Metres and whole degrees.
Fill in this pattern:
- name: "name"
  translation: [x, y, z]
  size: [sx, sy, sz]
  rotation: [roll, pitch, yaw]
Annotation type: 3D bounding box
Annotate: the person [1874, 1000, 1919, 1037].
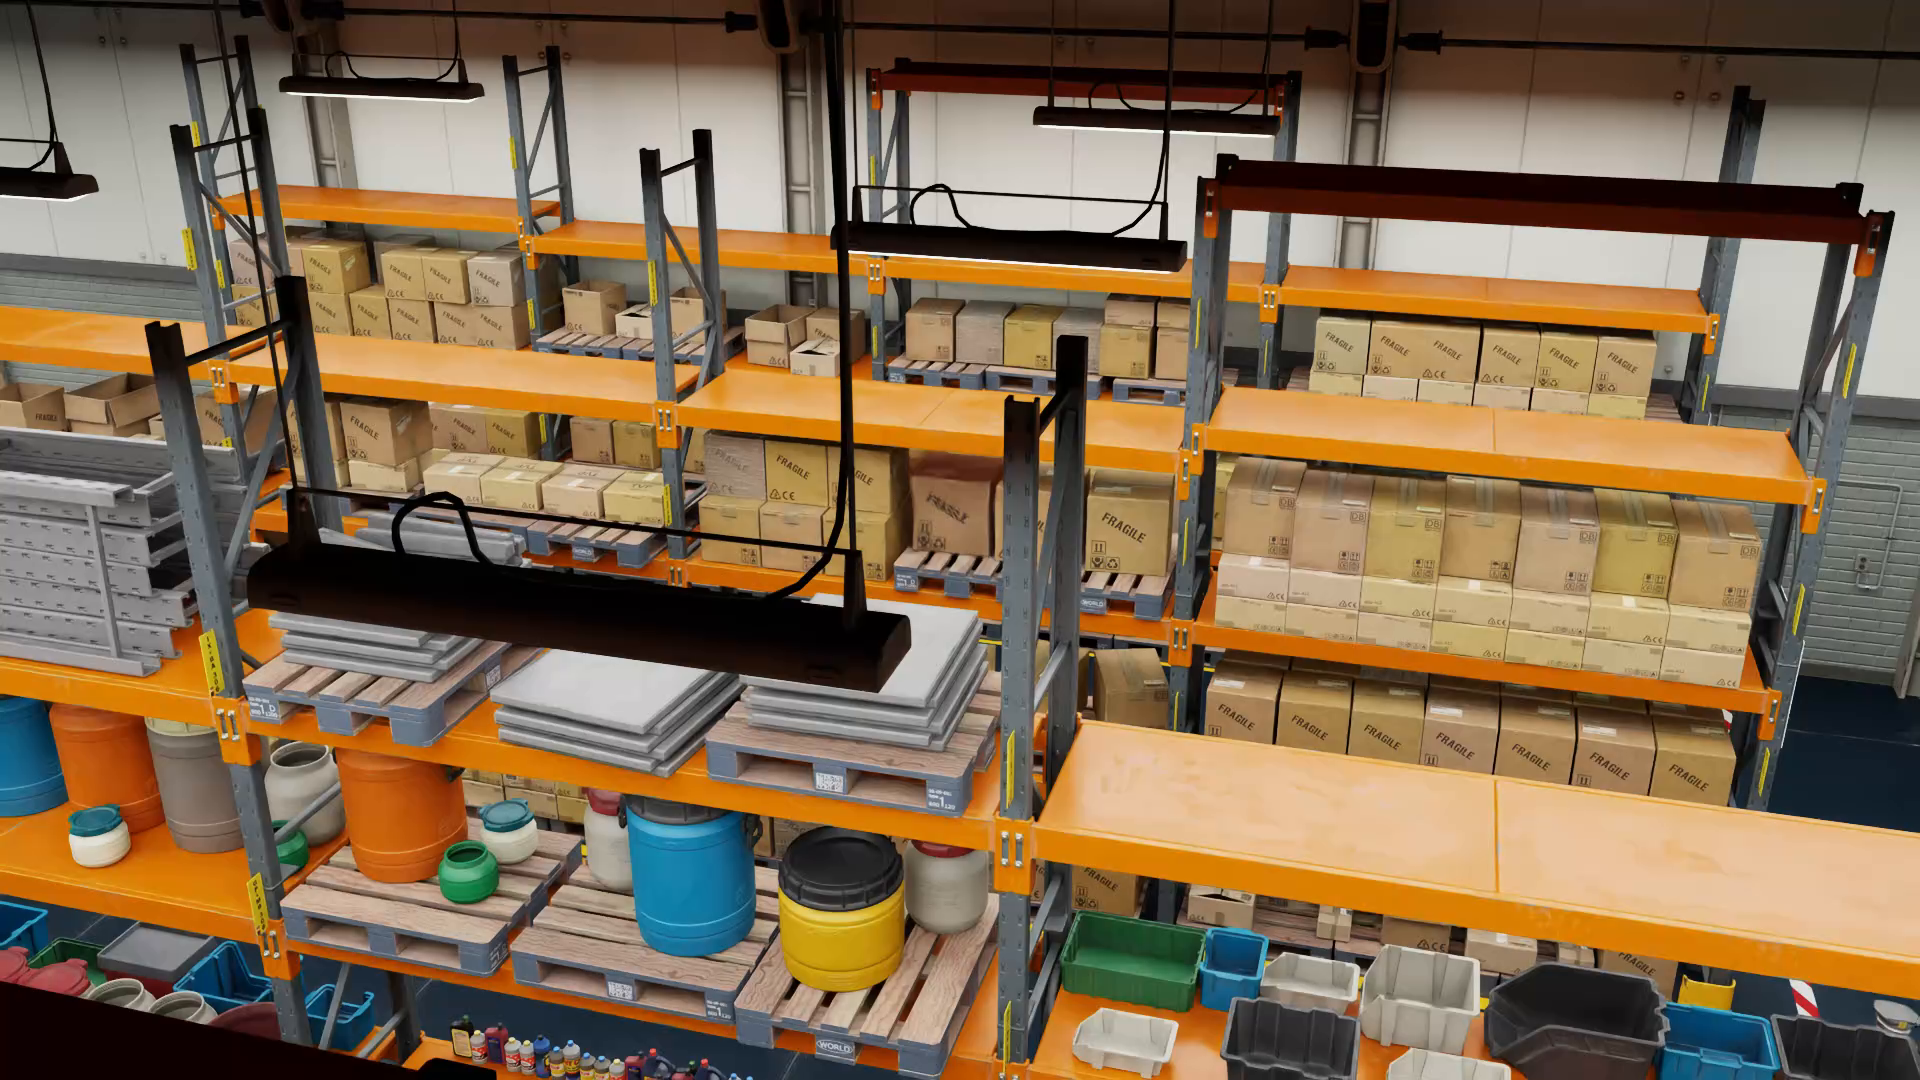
- name: "person"
  translation: [5.529, 3.537, 10.130]
  size: [0.522, 1.702, 0.549]
  rotation: [7, 24, 17]
